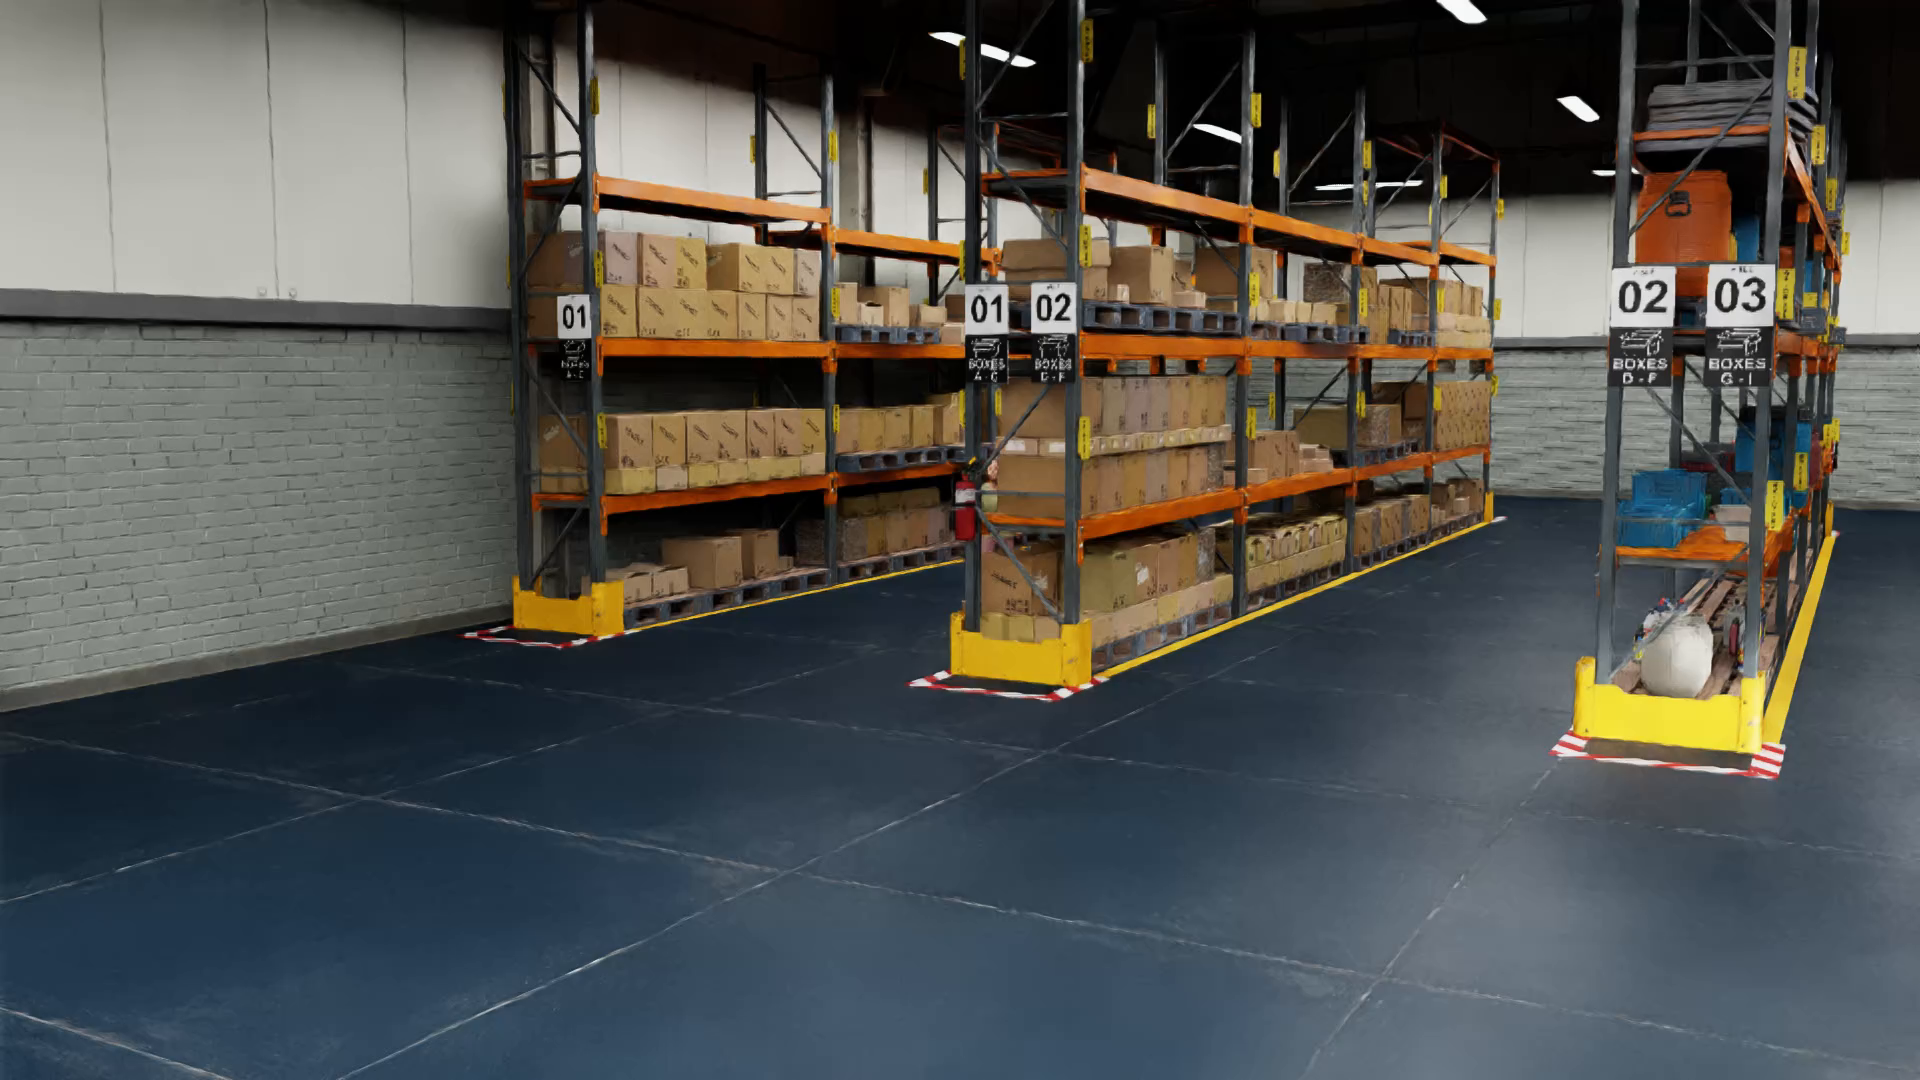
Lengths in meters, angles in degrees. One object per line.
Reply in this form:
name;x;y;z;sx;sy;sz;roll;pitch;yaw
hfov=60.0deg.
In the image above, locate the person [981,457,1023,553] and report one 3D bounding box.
person;0.379;-0.002;16.544;0.636;1.640;0.475;0;6;-3
